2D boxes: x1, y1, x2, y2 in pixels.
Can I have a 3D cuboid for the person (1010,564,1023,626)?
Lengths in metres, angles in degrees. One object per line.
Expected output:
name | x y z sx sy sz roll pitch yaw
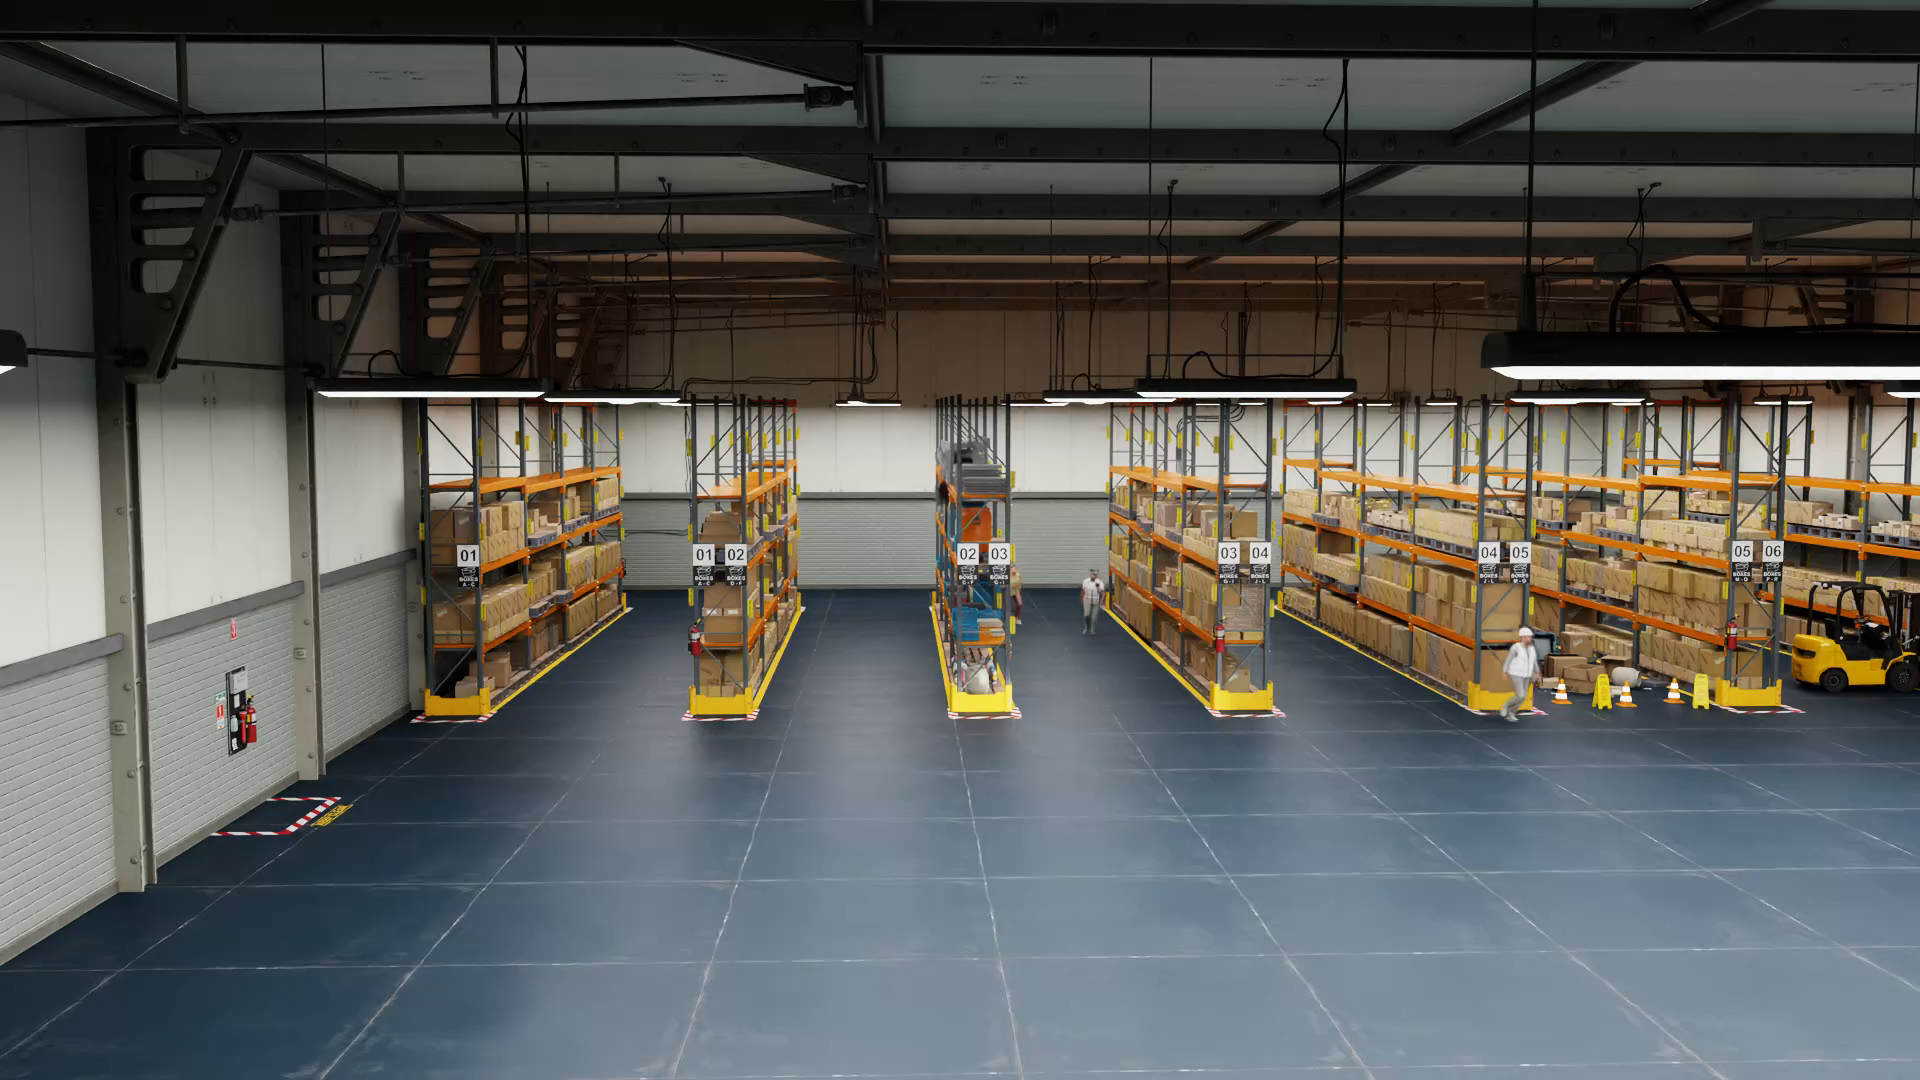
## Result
person | 1.394 1.438 44.085 0.512 1.616 0.914 -1 5 -13

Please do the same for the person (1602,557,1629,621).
person | 17.666 1.333 44.811 0.720 1.747 0.867 -4 6 -44

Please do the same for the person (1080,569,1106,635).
person | 3.352 1.566 41.881 0.648 1.706 0.811 0 5 4

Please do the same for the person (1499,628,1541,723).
person | 10.231 2.466 30.373 0.645 1.752 0.566 -3 5 -30
